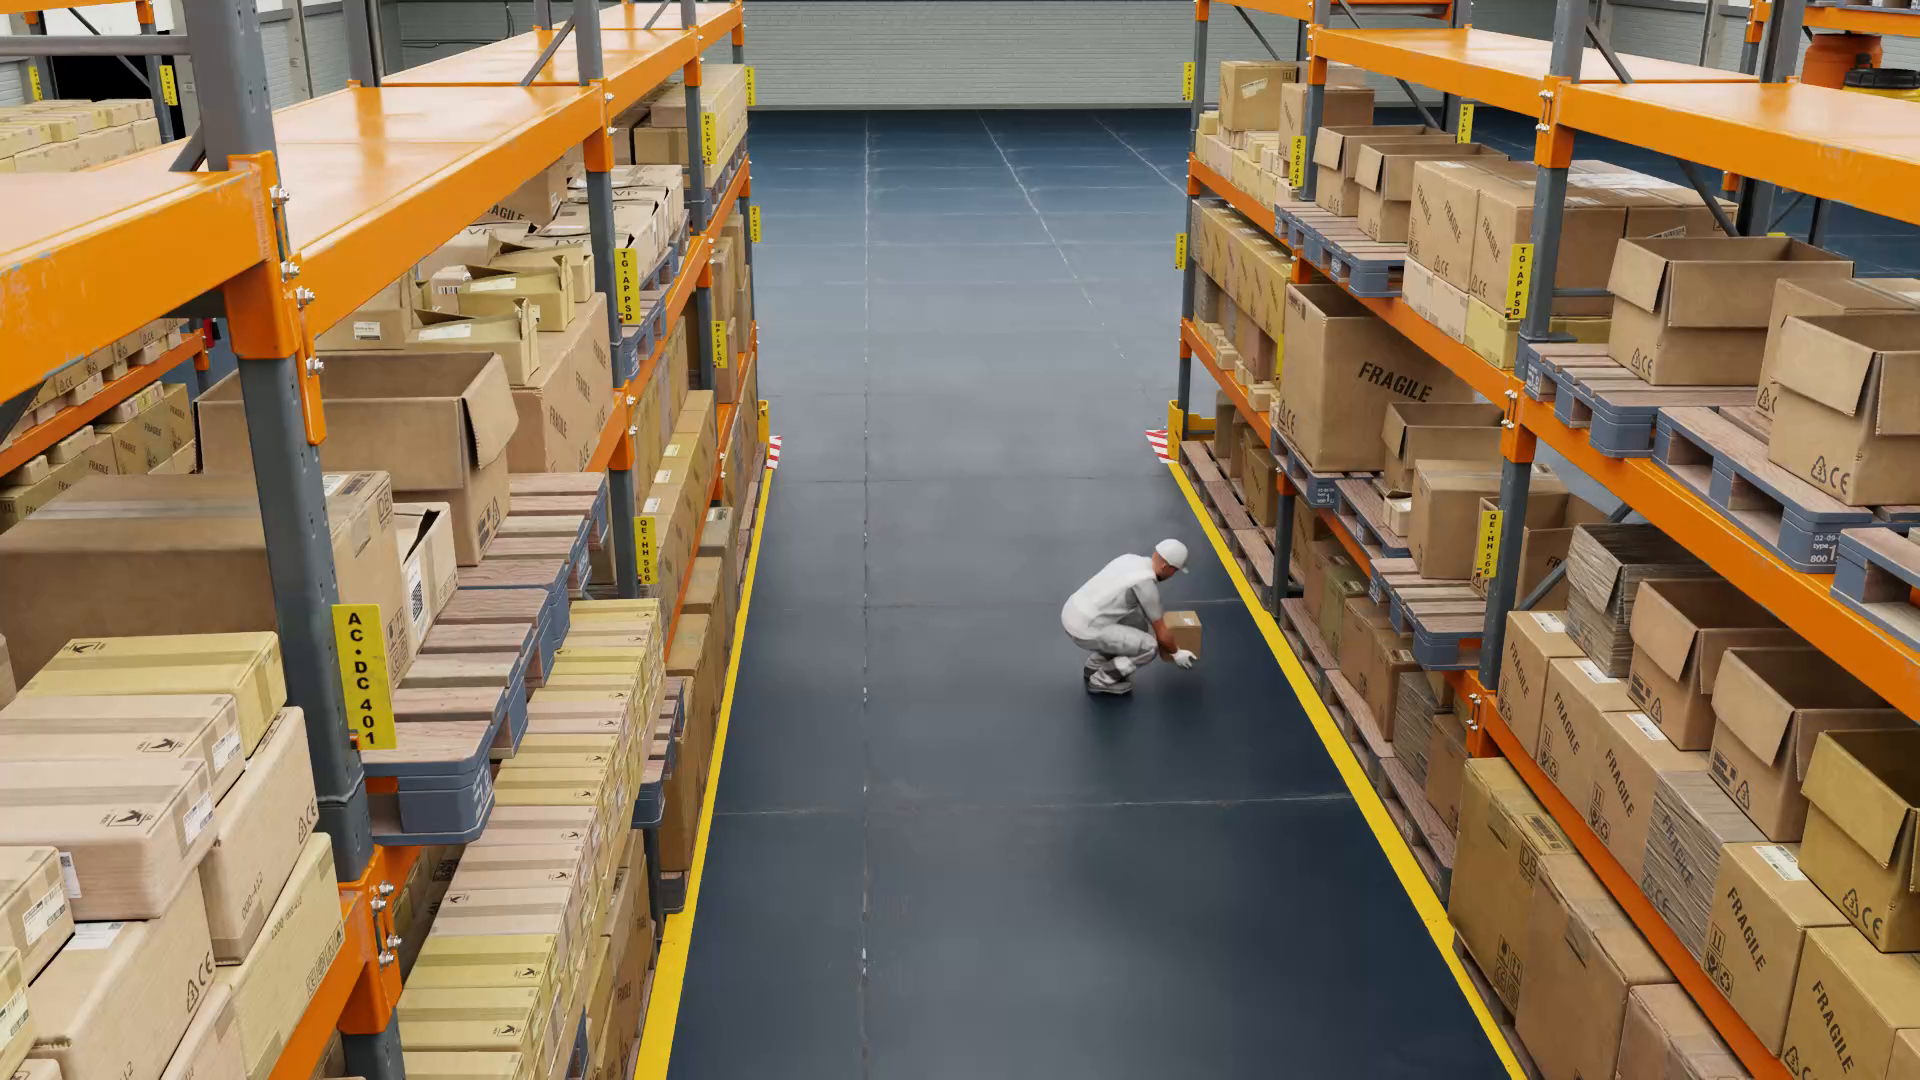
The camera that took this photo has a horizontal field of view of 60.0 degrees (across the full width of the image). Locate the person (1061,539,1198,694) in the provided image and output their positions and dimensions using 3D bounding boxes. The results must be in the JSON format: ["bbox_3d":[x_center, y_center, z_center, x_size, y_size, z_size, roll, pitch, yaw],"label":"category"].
[{"bbox_3d":[1.105,0.481,10.898,0.879,0.991,0.573,-1,20,-3],"label":"person"}]
